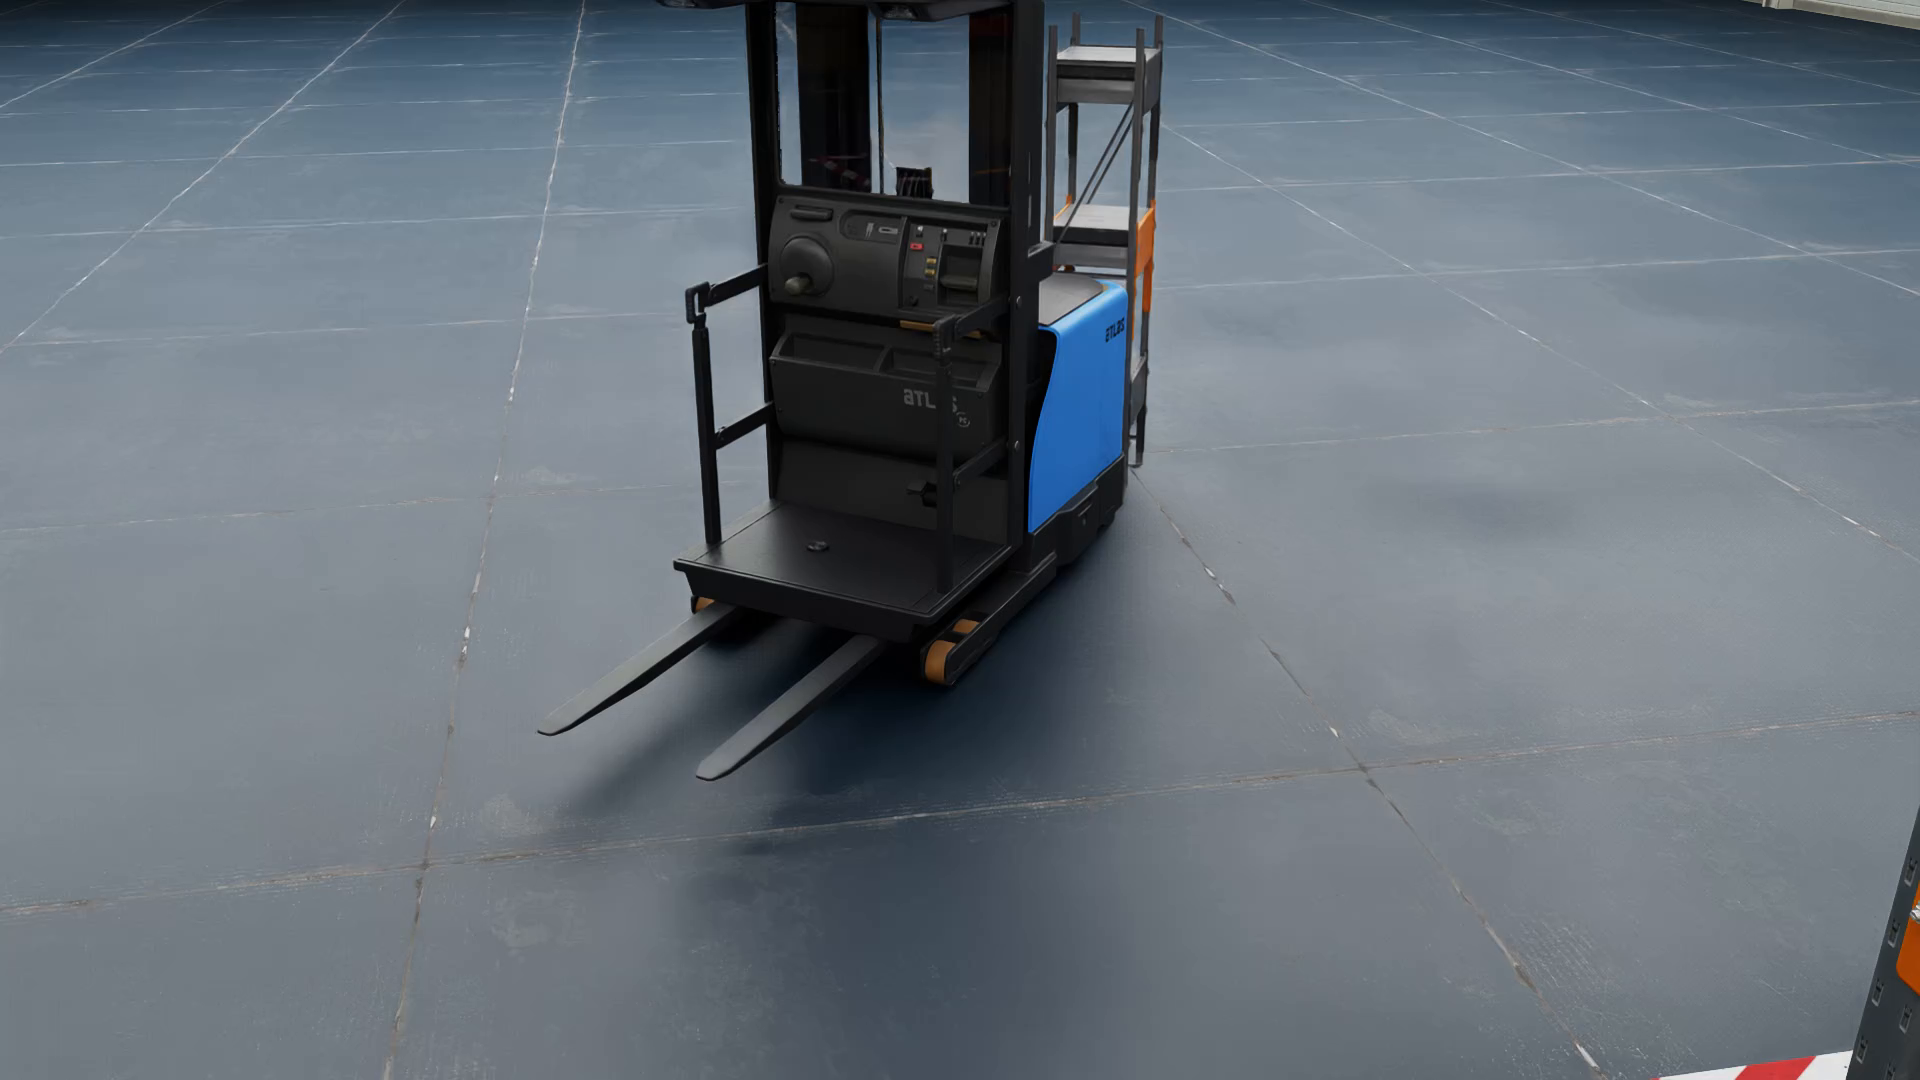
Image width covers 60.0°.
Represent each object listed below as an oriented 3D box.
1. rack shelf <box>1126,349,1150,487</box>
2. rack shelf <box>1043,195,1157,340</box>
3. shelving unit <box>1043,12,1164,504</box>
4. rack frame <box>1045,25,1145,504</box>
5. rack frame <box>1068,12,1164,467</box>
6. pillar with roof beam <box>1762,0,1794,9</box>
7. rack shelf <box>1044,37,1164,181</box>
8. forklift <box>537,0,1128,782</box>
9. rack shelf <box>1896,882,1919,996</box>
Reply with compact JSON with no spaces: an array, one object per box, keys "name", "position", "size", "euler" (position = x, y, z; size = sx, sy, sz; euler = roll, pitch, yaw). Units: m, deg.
[{"name":"rack shelf","position":[0.628,-0.592,7.765],"size":[0.431,0.518,0.480],"euler":[6,24,14]},{"name":"rack shelf","position":[0.628,-1.233,7.485],"size":[0.431,0.518,0.480],"euler":[6,24,14]},{"name":"shelving unit","position":[0.628,-1.246,7.479],"size":[0.431,2.100,0.503],"euler":[6,24,14]},{"name":"rack frame","position":[0.564,-1.152,7.263],"size":[0.400,2.100,0.015],"euler":[6,24,14]},{"name":"rack frame","position":[0.692,-1.340,7.695],"size":[0.400,2.100,0.015],"euler":[6,24,14]},{"name":"pillar with roof beam","position":[9.130,-12.503,24.634],"size":[9.100,9.000,0.400],"euler":[-4,24,-10]},{"name":"rack shelf","position":[0.628,-1.875,7.204],"size":[0.431,0.518,0.480],"euler":[6,24,14]},{"name":"forklift","position":[-0.379,-1.014,5.909],"size":[1.130,2.935,3.031],"euler":[11,26,24]},{"name":"rack shelf","position":[2.586,1.373,1.258],"size":[1.077,0.370,4.000],"euler":[-4,24,-10]}]
